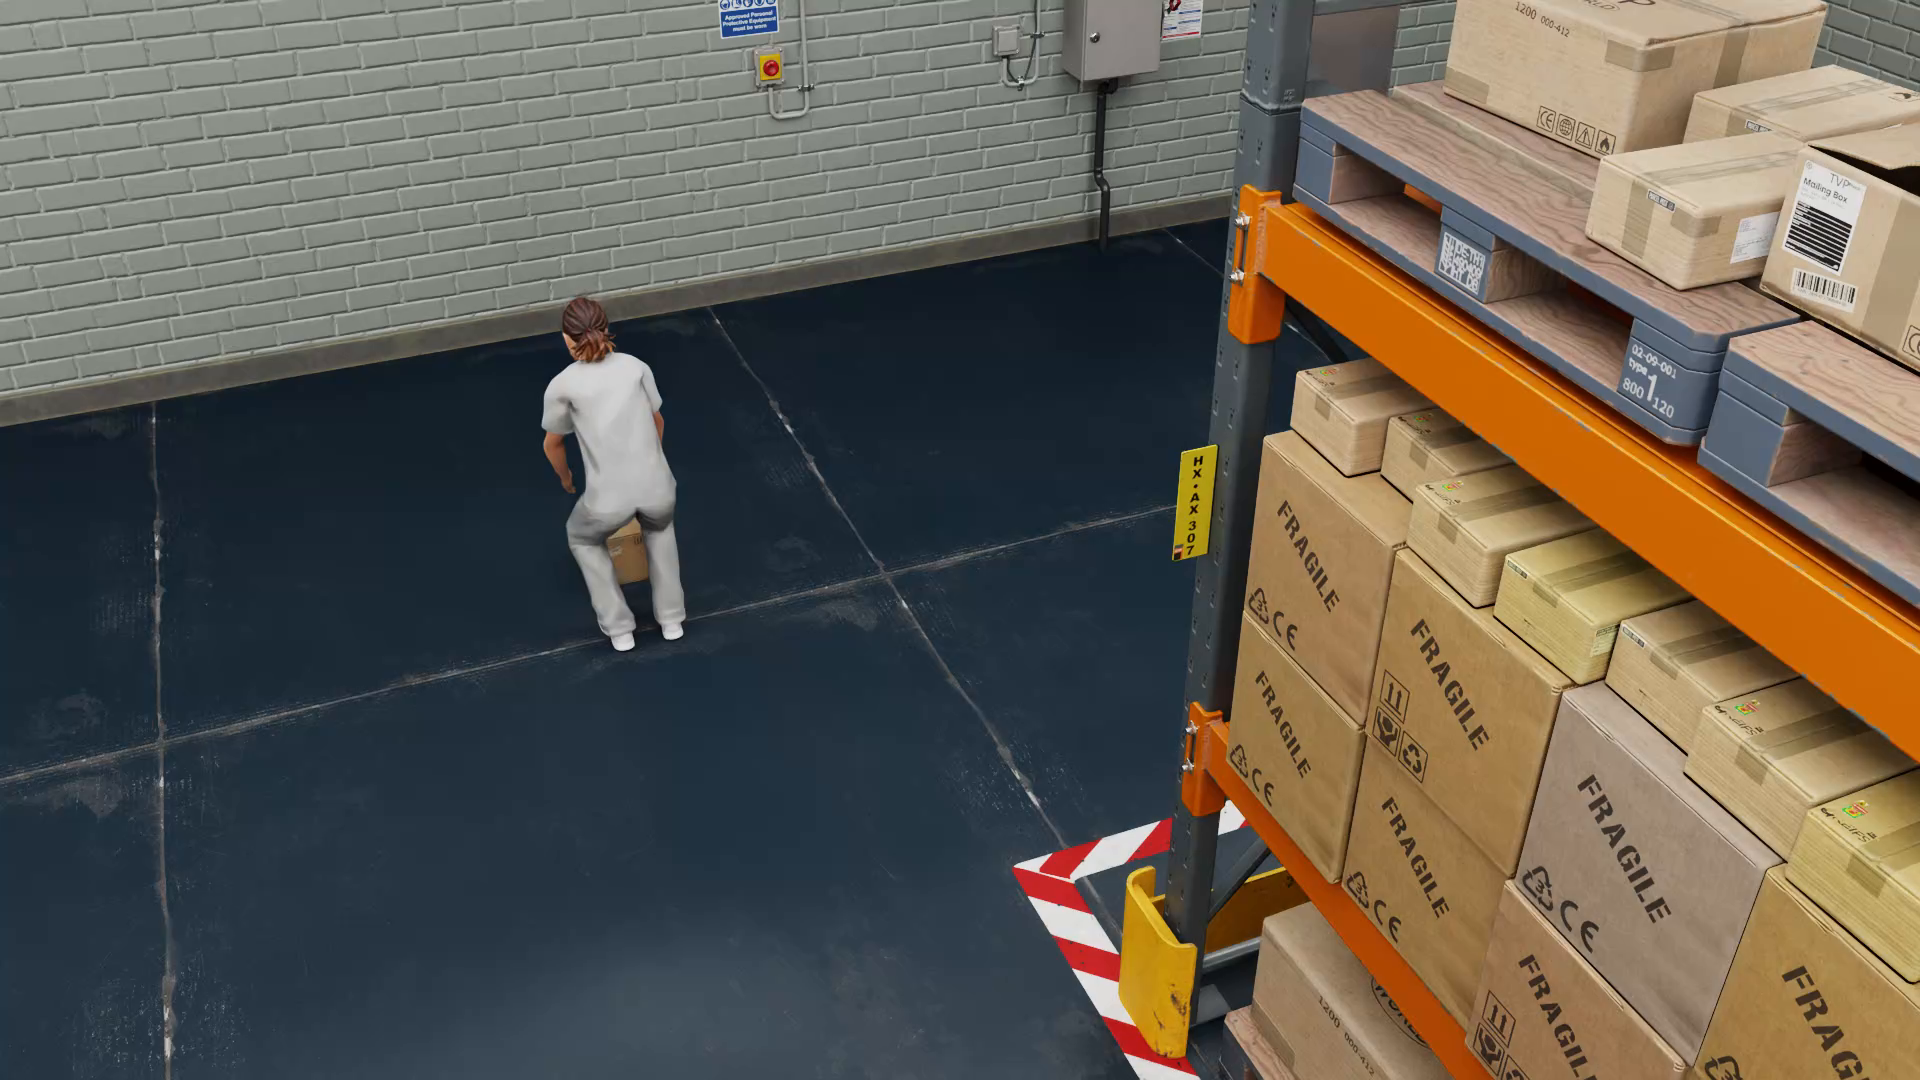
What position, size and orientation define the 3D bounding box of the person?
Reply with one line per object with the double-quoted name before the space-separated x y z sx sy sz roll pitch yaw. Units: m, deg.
"person" -1.401 -0.238 6.716 0.489 1.444 0.596 -13 36 -18
